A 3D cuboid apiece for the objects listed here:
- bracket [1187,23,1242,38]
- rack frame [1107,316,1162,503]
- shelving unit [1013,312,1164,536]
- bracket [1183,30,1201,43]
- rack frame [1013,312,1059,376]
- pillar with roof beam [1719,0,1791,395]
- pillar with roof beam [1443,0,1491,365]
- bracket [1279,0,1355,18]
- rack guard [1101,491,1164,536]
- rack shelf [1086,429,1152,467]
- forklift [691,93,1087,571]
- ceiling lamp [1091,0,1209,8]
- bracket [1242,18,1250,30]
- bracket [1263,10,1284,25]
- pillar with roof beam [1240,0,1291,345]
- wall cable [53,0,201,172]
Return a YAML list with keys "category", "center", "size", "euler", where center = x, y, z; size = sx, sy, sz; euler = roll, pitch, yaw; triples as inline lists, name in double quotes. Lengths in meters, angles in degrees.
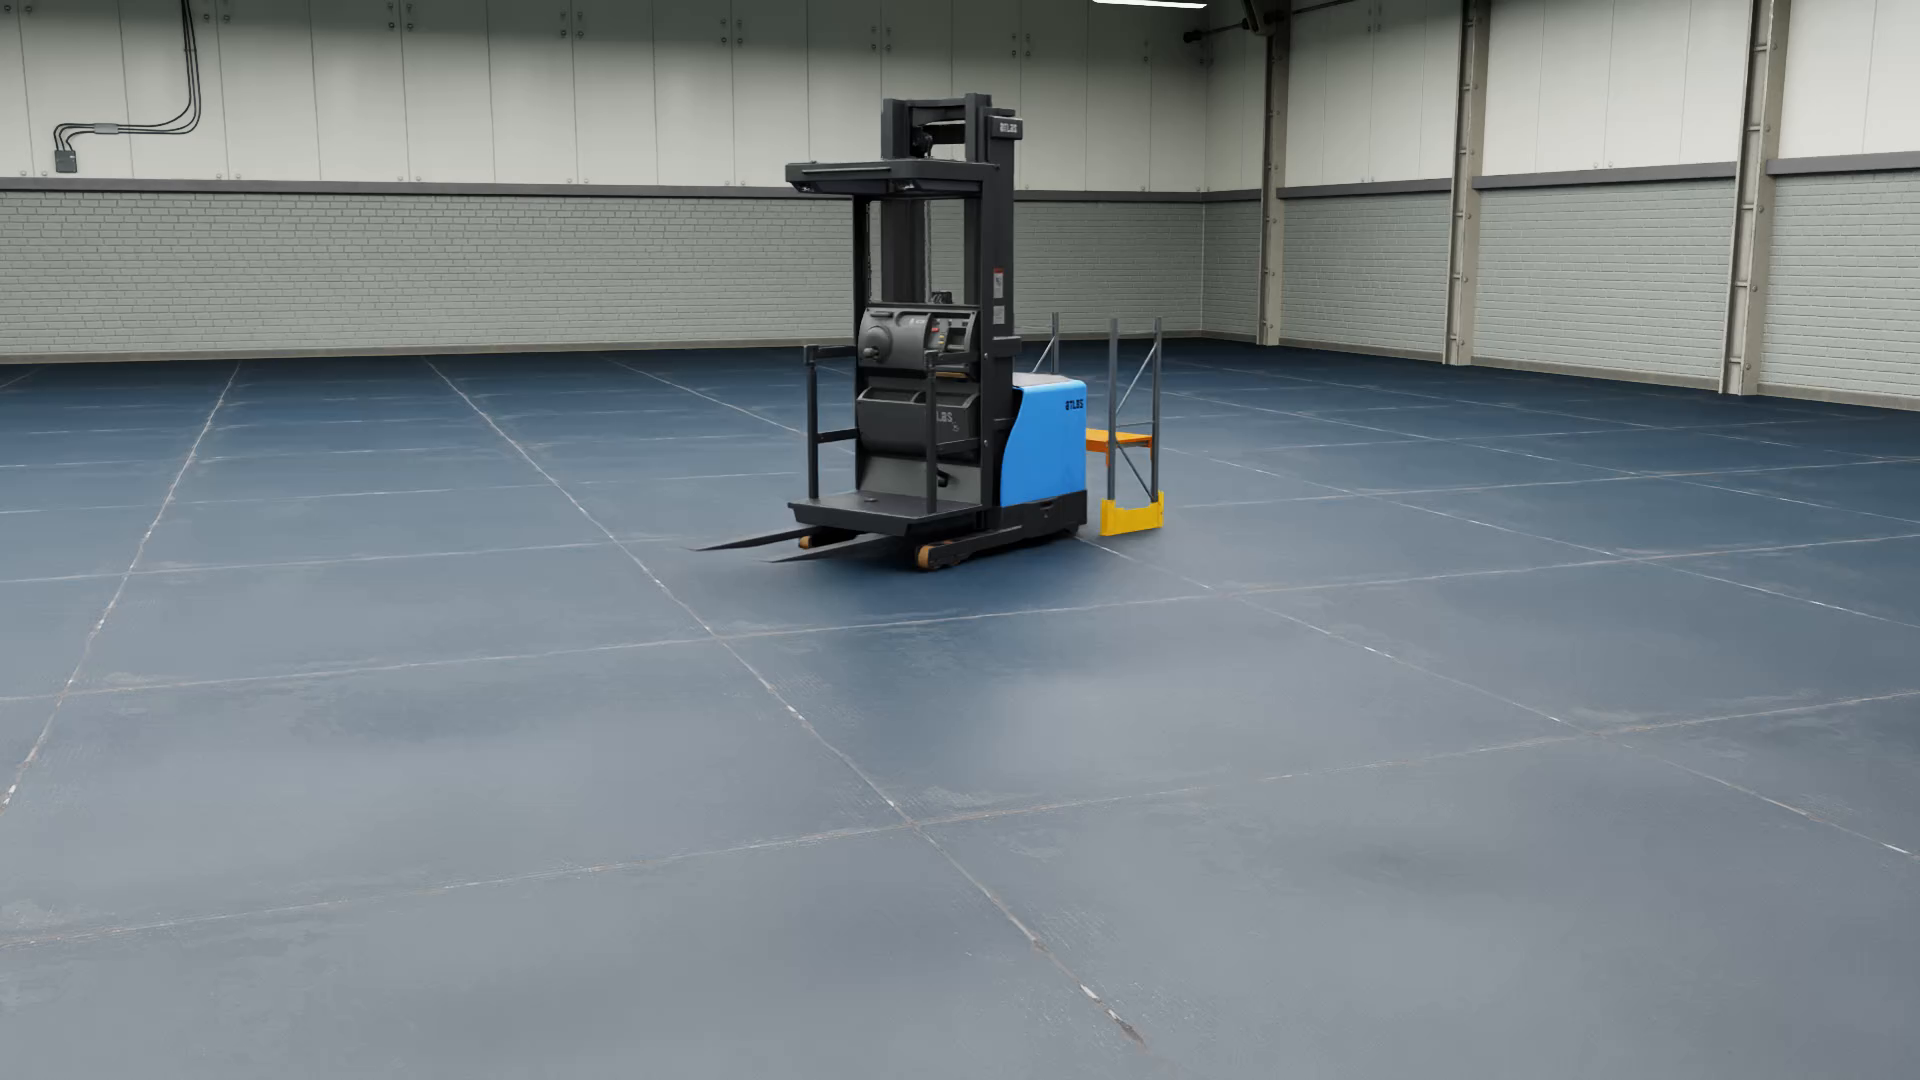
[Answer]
- category: "bracket"
  center: [5.103, -10.485, 34.394]
  size: [0.076, 0.066, 3.189]
  euler: [-4, 11, -21]
- category: "rack frame"
  center: [1.224, -0.807, 11.675]
  size: [0.500, 1.500, 0.032]
  euler: [-9, 13, -41]
- category: "shelving unit"
  center: [0.890, -0.872, 12.040]
  size: [0.587, 1.500, 1.083]
  euler: [-9, 13, -41]
- category: "bracket"
  center: [4.889, -10.582, 34.936]
  size: [0.235, 0.232, 0.430]
  euler: [-4, 11, -21]
- category: "rack frame"
  center: [0.545, -0.940, 12.419]
  size: [0.500, 1.500, 0.032]
  euler: [-9, 13, -41]
- category: "pillar with roof beam"
  center: [6.565, -6.146, 20.275]
  size: [9.100, 9.000, 0.400]
  euler: [-4, 11, -21]
- category: "pillar with roof beam"
  center: [4.391, -7.125, 25.781]
  size: [9.100, 9.000, 0.400]
  euler: [-4, 11, -21]
- category: "bracket"
  center: [6.982, -9.639, 29.635]
  size: [0.076, 0.066, 4.783]
  euler: [-4, 11, -21]
- category: "rack guard"
  center: [1.223, -0.192, 11.785]
  size: [0.587, 0.250, 0.087]
  euler: [-9, 13, -41]
- category: "rack shelf"
  center: [0.884, -0.696, 12.079]
  size: [0.538, 0.185, 1.000]
  euler: [-9, 13, -41]
- category: "forklift"
  center: [-0.406, -1.344, 10.609]
  size: [1.130, 2.935, 3.031]
  euler: [8, 13, 37]
- category: "ceiling lamp"
  center: [3.006, -10.306, 26.996]
  size: [2.000, 3.185, 0.800]
  euler: [-4, 11, -21]
- category: "bracket"
  center: [5.748, -10.195, 32.761]
  size: [0.235, 0.232, 0.430]
  euler: [-4, 11, -21]
- category: "bracket"
  center: [6.048, -10.060, 32.000]
  size: [0.235, 0.232, 0.430]
  euler: [-4, 11, -21]
- category: "pillar with roof beam"
  center: [2.216, -8.104, 31.286]
  size: [9.100, 9.000, 0.548]
  euler: [-4, 11, -21]
- category: "wall cable"
  center: [-14.111, -9.218, 27.834]
  size: [2.305, 6.003, 0.169]
  euler: [-4, 11, -21]
